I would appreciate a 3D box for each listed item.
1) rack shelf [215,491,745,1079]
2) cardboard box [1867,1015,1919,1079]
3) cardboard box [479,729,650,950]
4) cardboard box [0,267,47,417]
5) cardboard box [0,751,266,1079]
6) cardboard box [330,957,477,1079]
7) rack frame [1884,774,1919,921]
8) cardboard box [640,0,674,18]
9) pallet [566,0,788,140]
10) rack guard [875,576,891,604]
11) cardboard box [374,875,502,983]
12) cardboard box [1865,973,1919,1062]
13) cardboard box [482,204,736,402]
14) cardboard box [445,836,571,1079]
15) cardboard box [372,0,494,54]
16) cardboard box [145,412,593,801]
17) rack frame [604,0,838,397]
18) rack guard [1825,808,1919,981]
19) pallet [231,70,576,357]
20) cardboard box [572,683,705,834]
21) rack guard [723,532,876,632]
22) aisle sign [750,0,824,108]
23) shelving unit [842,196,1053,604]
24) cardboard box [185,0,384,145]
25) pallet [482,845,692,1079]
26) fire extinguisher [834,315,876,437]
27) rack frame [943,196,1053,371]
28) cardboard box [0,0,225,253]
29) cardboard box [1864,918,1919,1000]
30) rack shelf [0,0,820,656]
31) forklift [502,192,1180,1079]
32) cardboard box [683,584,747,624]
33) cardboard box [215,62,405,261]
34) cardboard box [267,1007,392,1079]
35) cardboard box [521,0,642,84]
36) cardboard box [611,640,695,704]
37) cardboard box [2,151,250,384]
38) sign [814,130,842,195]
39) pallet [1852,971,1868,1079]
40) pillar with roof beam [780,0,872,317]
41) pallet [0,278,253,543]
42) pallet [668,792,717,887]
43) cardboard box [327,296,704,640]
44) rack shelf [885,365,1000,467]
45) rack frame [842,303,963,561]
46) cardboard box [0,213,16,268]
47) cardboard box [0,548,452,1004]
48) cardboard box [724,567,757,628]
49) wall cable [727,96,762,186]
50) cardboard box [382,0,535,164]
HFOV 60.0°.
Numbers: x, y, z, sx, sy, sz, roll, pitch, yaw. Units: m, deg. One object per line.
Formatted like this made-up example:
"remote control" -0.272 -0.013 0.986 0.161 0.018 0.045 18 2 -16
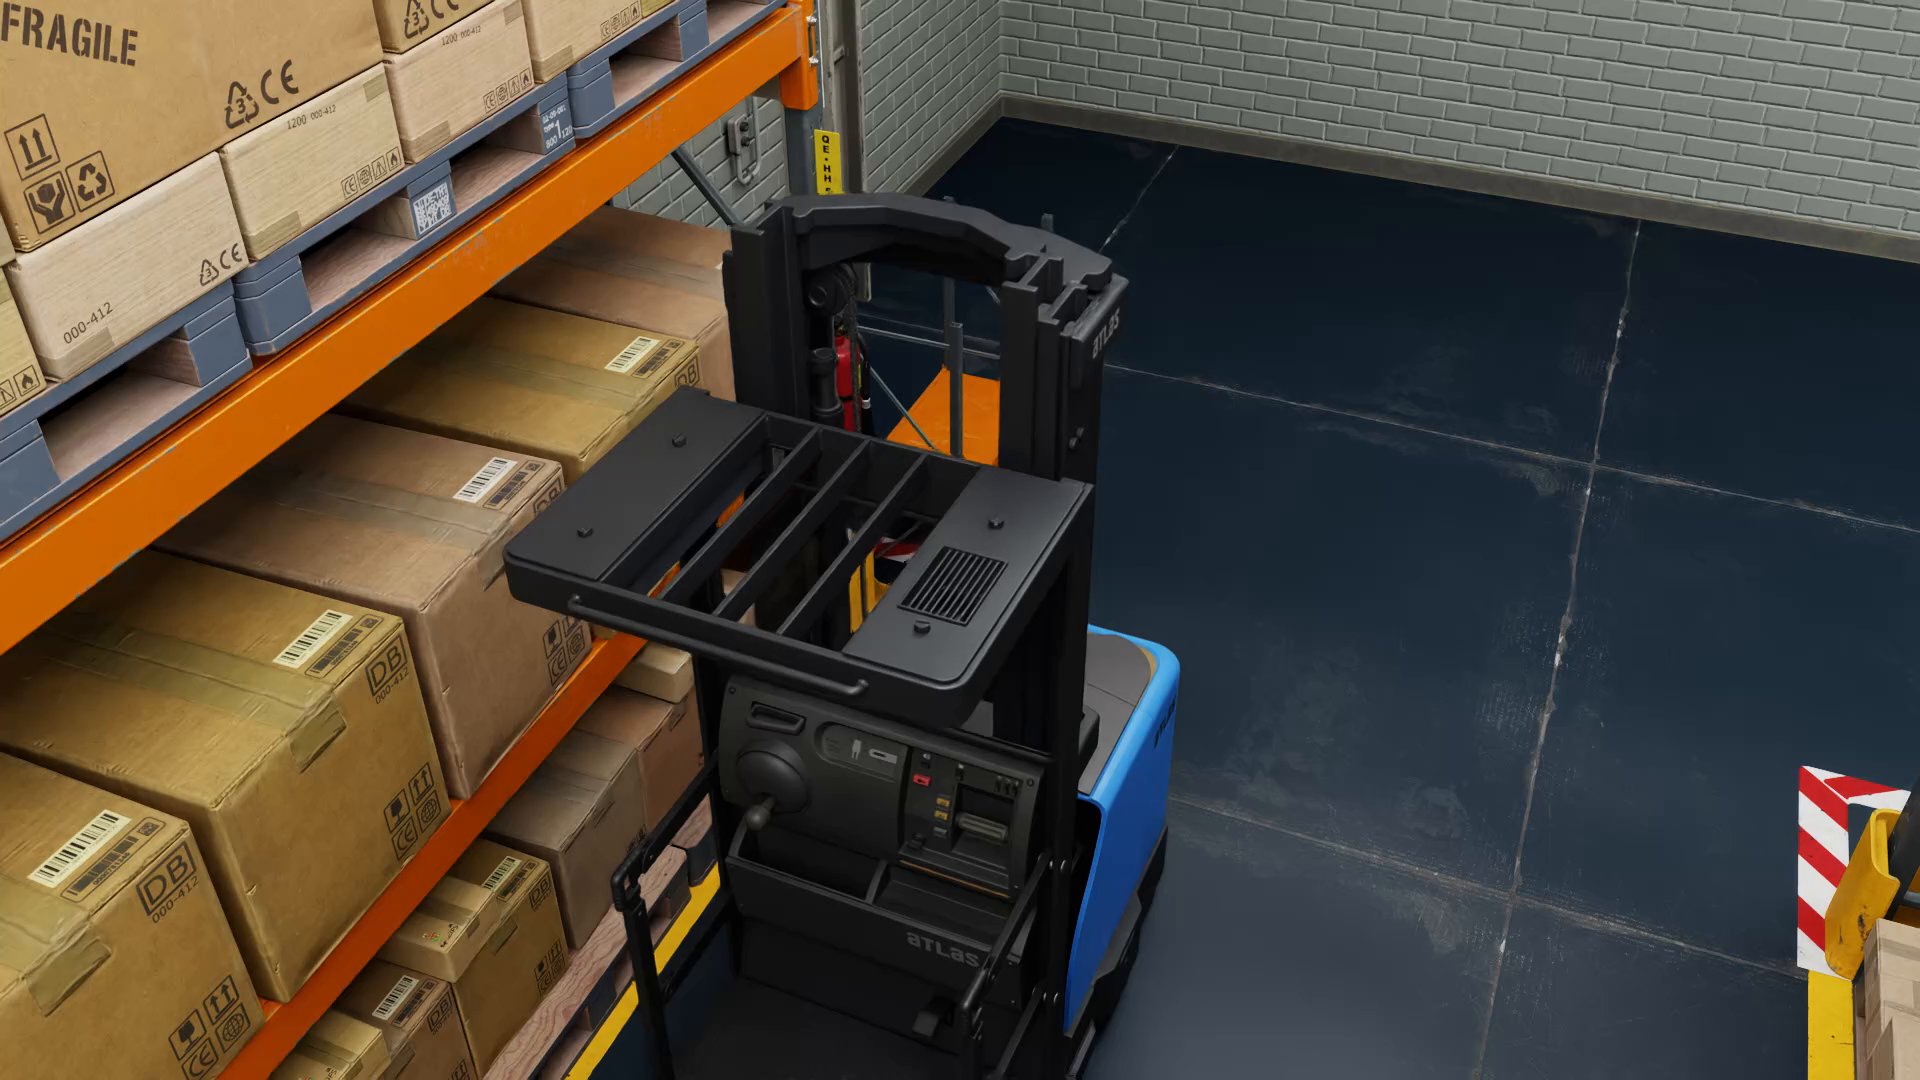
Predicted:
"rack shelf" -1.716 0.560 5.096 1.077 0.370 4.000 14 39 18
"cardboard box" 2.968 1.729 4.860 0.500 0.250 0.500 14 39 18
"cardboard box" -1.510 0.964 5.693 0.700 0.500 0.500 13 39 16
"cardboard box" -1.970 -0.293 2.822 0.500 0.250 0.500 14 39 18
"cardboard box" -2.255 0.962 3.706 0.980 0.700 0.700 14 39 18
"cardboard box" -1.903 1.544 4.916 0.700 0.500 0.500 13 39 17
"rack frame" 3.628 0.291 4.855 1.000 3.000 0.127 14 39 18
"cardboard box" -0.988 -1.719 4.730 0.500 0.250 0.500 15 39 19
"pallet" -1.227 -1.588 4.938 1.003 0.211 1.213 14 39 18
"rack guard" -0.218 0.218 7.250 0.587 0.250 0.087 14 39 18
"cardboard box" -1.600 1.125 4.935 0.380 0.149 0.250 13 39 16
"cardboard box" 3.055 1.541 5.181 0.380 0.166 0.250 14 39 18
"cardboard box" -1.140 -0.671 5.892 0.980 0.700 0.700 16 40 20
"cardboard box" -1.706 1.260 5.295 0.700 0.500 0.500 15 39 19
"cardboard box" -1.372 -1.453 3.747 0.500 0.500 0.500 12 38 16
"cardboard box" -1.705 0.154 4.787 0.980 0.700 0.700 12 38 16
"rack frame" -0.955 -0.835 6.362 1.000 3.000 0.127 14 39 18
"rack guard" 3.599 1.334 5.547 1.175 0.500 0.348 14 39 18
"pallet" -1.690 -0.910 4.031 1.003 0.211 1.213 14 39 18
"cardboard box" -1.319 0.685 6.065 0.700 0.500 0.500 14 39 18
"rack guard" -0.946 0.152 7.128 1.175 0.500 0.348 14 39 18
"aisle sign" -0.650 -1.848 5.546 0.394 0.787 0.004 14 39 18
"shelving unit" -0.029 -0.559 7.245 0.587 1.500 1.083 14 39 18
"cardboard box" -1.573 -1.162 3.359 0.500 0.500 0.500 14 39 18
"pallet" -1.652 1.415 5.681 1.003 0.211 1.213 14 39 18
"fire extinguisher" -0.471 -0.634 6.468 0.296 0.674 0.183 14 39 18
"rack frame" 0.161 -0.835 7.614 0.500 1.500 0.032 14 39 18
"cardboard box" -1.756 -0.888 2.991 0.500 0.500 0.500 13 39 17
"cardboard box" 3.151 1.410 5.372 0.380 0.149 0.250 14 39 18
"rack shelf" -1.716 -0.641 4.198 1.077 0.370 4.000 14 39 18
"forklift" -0.315 0.734 4.320 1.130 2.935 3.031 15 39 19
"cardboard box" -1.009 0.261 6.091 0.380 0.149 0.250 13 39 17
"cardboard box" -1.575 -0.858 3.577 0.500 0.250 0.500 13 39 17
"cardboard box" -1.798 1.414 4.549 0.380 0.149 0.250 15 39 19
"cardboard box" -1.185 -1.431 4.344 0.500 0.250 0.500 12 39 16
"cardboard box" -1.106 0.402 5.902 0.380 0.149 0.250 15 39 19
"cardboard box" -1.763 -0.572 3.195 0.500 0.250 0.500 13 39 17
"sign" -0.458 -1.263 5.769 0.100 0.325 0.005 14 39 18
"pallet" 3.296 1.892 5.043 1.003 0.211 1.213 14 39 18
"pillar with roof beam" 3.254 -3.950 5.518 9.100 9.000 0.400 14 39 18
"pallet" -2.156 -0.237 3.131 1.003 0.211 1.213 14 39 18
"pallet" -1.187 0.742 6.581 1.003 0.211 1.213 14 39 18
"cardboard box" -1.406 -0.266 5.349 0.980 0.700 0.700 14 39 17
"rack shelf" -0.032 -0.409 7.345 0.538 0.185 1.000 14 39 18
"rack frame" -0.226 -0.272 6.861 0.500 1.500 0.032 14 39 18
"cardboard box" -1.946 -0.602 2.609 0.500 0.500 0.500 13 39 17
"cardboard box" -1.972 0.559 4.245 0.980 0.700 0.700 13 39 17
"cardboard box" -1.129 0.408 6.436 0.700 0.500 0.500 14 39 18
"wall cable" -1.342 -2.167 7.295 0.084 1.984 1.851 14 39 18
"cardboard box" -1.378 -1.142 3.957 0.500 0.250 0.500 13 39 16
